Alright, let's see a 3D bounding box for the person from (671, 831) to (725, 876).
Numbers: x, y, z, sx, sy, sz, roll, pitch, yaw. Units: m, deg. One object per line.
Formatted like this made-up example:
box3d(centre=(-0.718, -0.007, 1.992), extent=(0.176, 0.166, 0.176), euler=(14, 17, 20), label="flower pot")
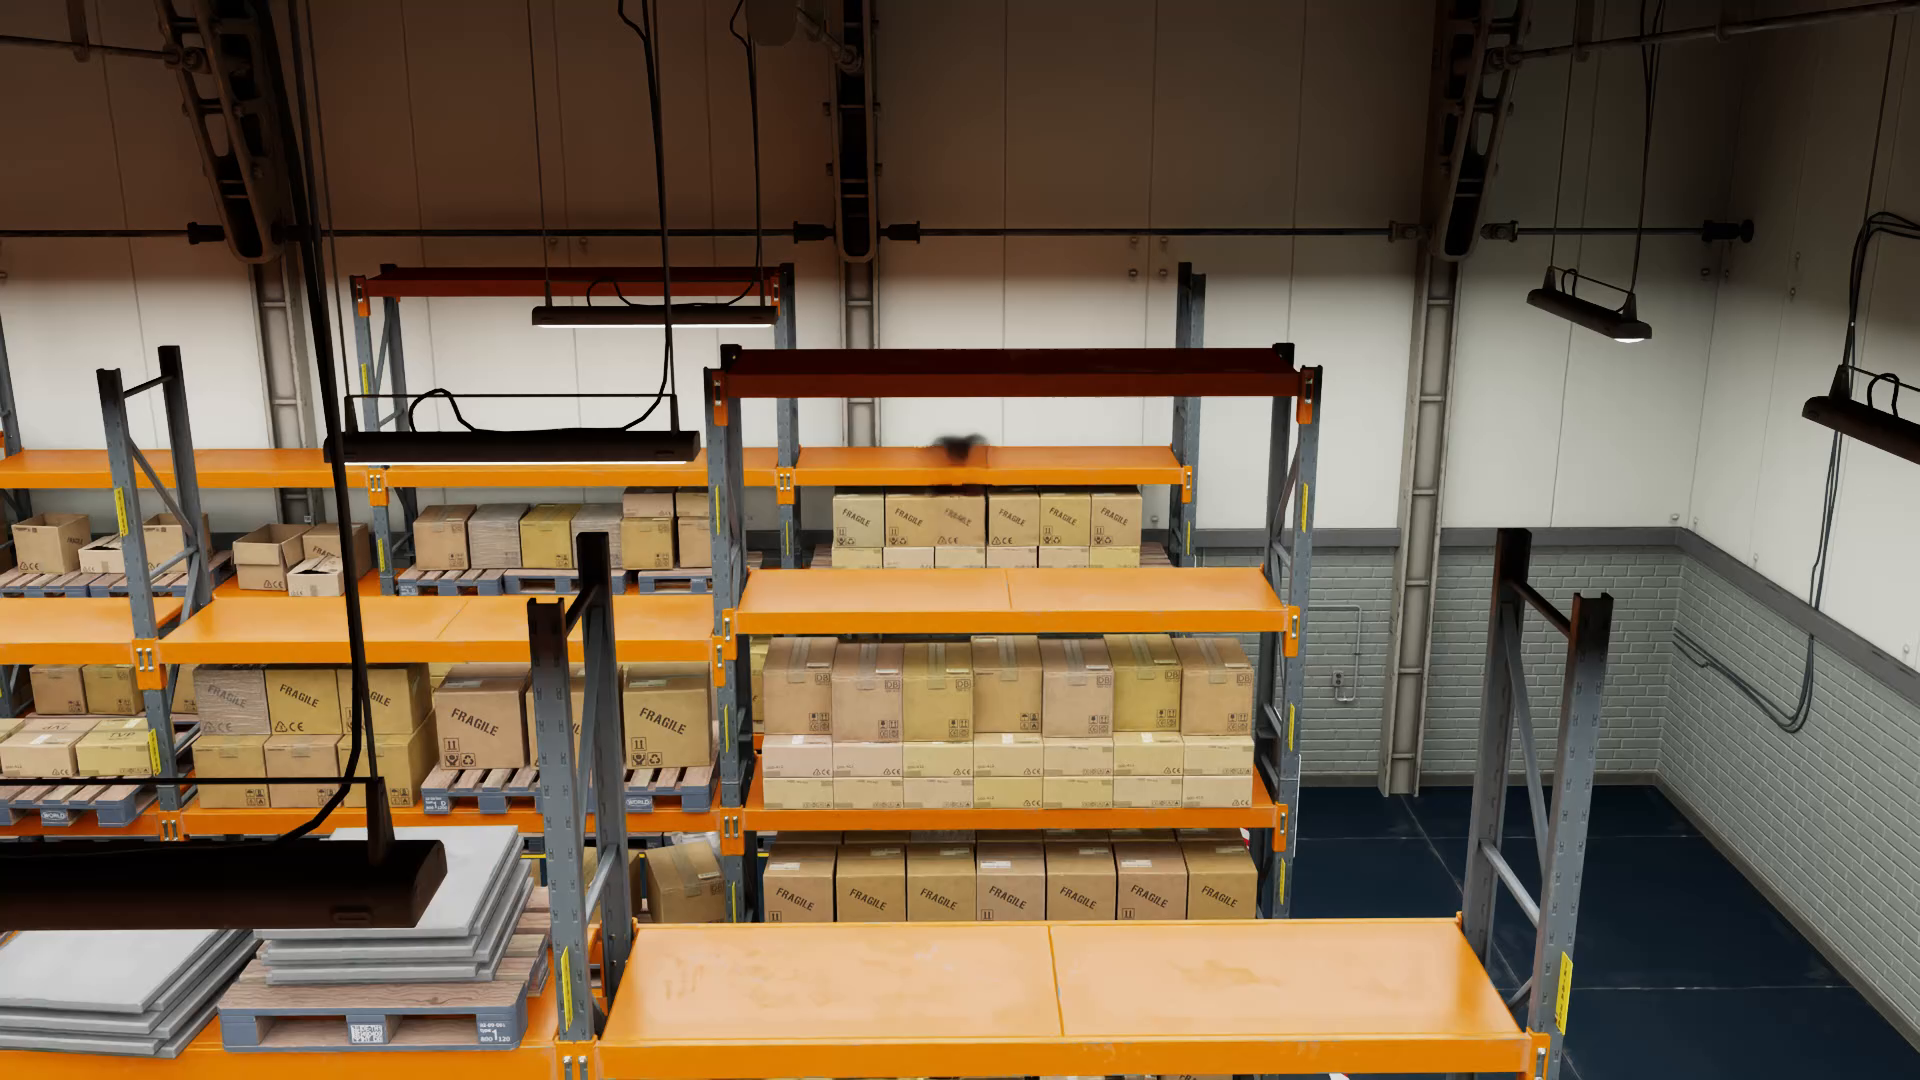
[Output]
box3d(centre=(-2.456, 2.924, 15.512), extent=(0.543, 1.691, 0.396), euler=(-2, 16, -7), label="person")
